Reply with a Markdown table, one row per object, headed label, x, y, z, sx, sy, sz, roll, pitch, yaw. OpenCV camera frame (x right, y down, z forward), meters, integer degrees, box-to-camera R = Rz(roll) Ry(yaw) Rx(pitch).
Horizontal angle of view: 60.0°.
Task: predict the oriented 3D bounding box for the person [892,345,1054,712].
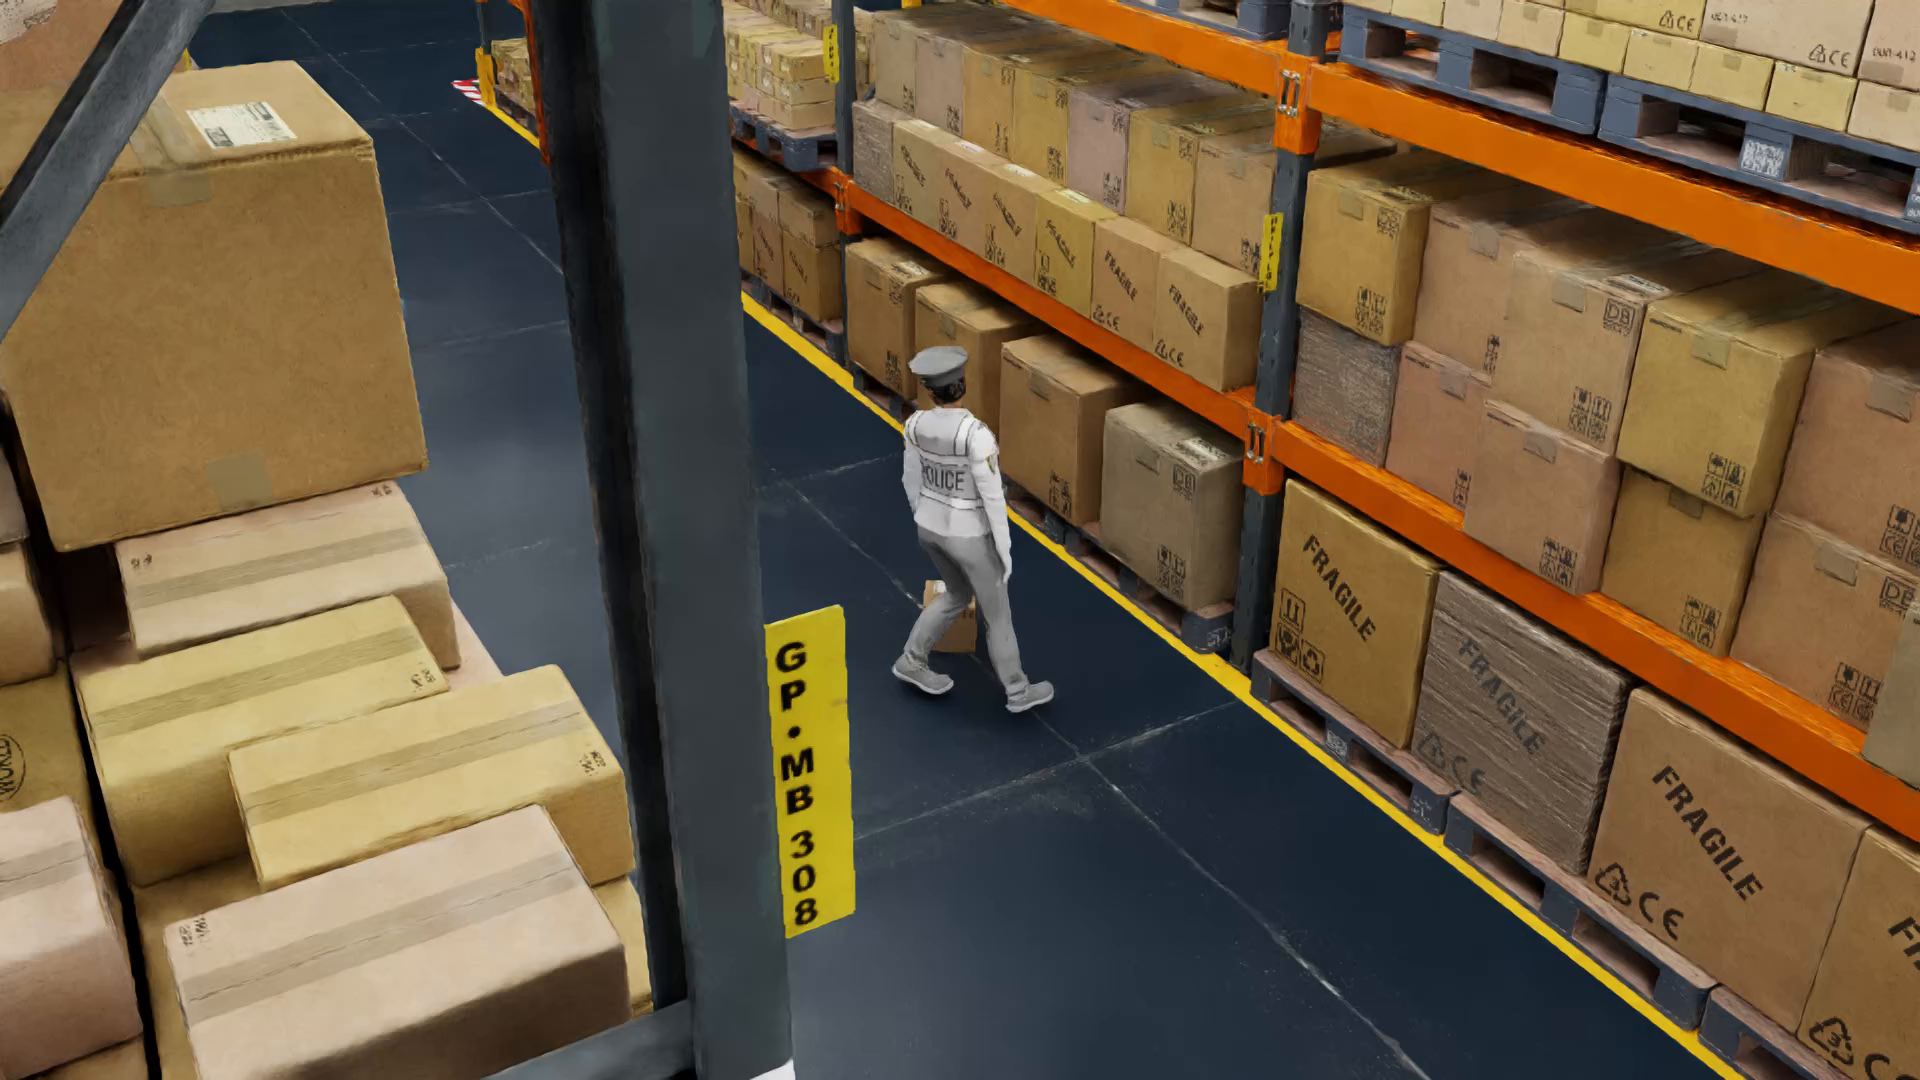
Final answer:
| label | x | y | z | sx | sy | sz | roll | pitch | yaw |
| --- | --- | --- | --- | --- | --- | --- | --- | --- | --- |
| person | 0.053 | -0.019 | 7.187 | 0.544 | 1.634 | 0.624 | -25 | 37 | -37 |
